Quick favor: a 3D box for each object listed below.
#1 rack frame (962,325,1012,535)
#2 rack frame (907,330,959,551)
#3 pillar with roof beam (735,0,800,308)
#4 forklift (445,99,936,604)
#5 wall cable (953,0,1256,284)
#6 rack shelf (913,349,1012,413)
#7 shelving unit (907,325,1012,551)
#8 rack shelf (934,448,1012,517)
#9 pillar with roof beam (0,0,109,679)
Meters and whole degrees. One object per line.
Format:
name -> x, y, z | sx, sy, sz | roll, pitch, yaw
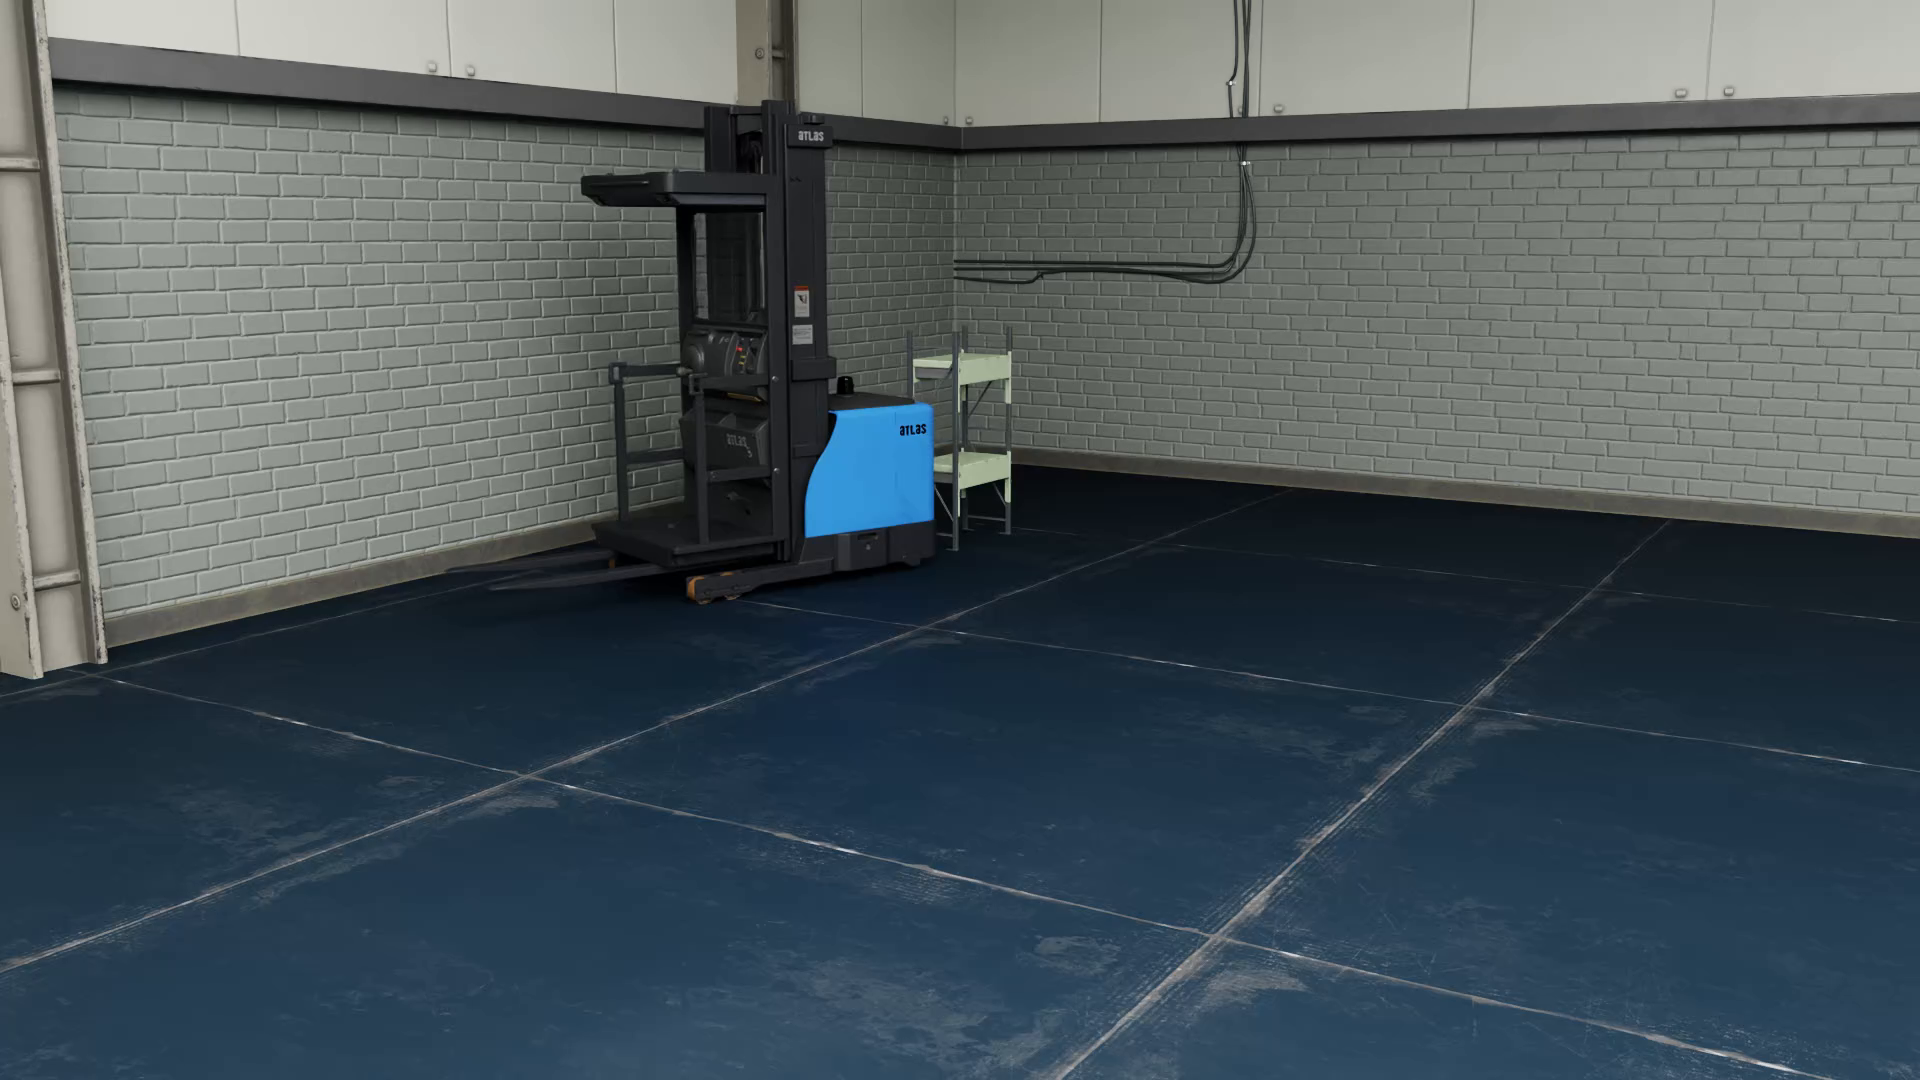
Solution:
rack frame -> 0.193, -0.796, 12.044 | 0.400, 1.500, 0.023 | 6, 12, 31
rack frame -> -0.187, -0.681, 11.429 | 0.400, 1.500, 0.023 | 6, 12, 31
pillar with roof beam -> 2.196, -4.314, 10.457 | 9.100, 9.000, 0.400 | 6, 12, 31
forklift -> -1.621, -1.170, 10.151 | 3.031, 2.935, 1.130 | -8, 14, -38
wall cable -> 1.176, -3.536, 14.739 | 3.097, 2.526, 0.112 | 6, 12, 31
rack shelf -> 0.003, -1.122, 11.664 | 0.431, 0.370, 0.720 | 6, 12, 31
shelving unit -> 0.003, -0.738, 11.736 | 0.431, 1.500, 0.755 | 6, 12, 31
rack shelf -> 0.003, -0.418, 11.796 | 0.431, 0.370, 0.720 | 6, 12, 31
pillar with roof beam -> -0.919, -3.370, 5.416 | 9.100, 9.000, 0.400 | 6, 12, 31
